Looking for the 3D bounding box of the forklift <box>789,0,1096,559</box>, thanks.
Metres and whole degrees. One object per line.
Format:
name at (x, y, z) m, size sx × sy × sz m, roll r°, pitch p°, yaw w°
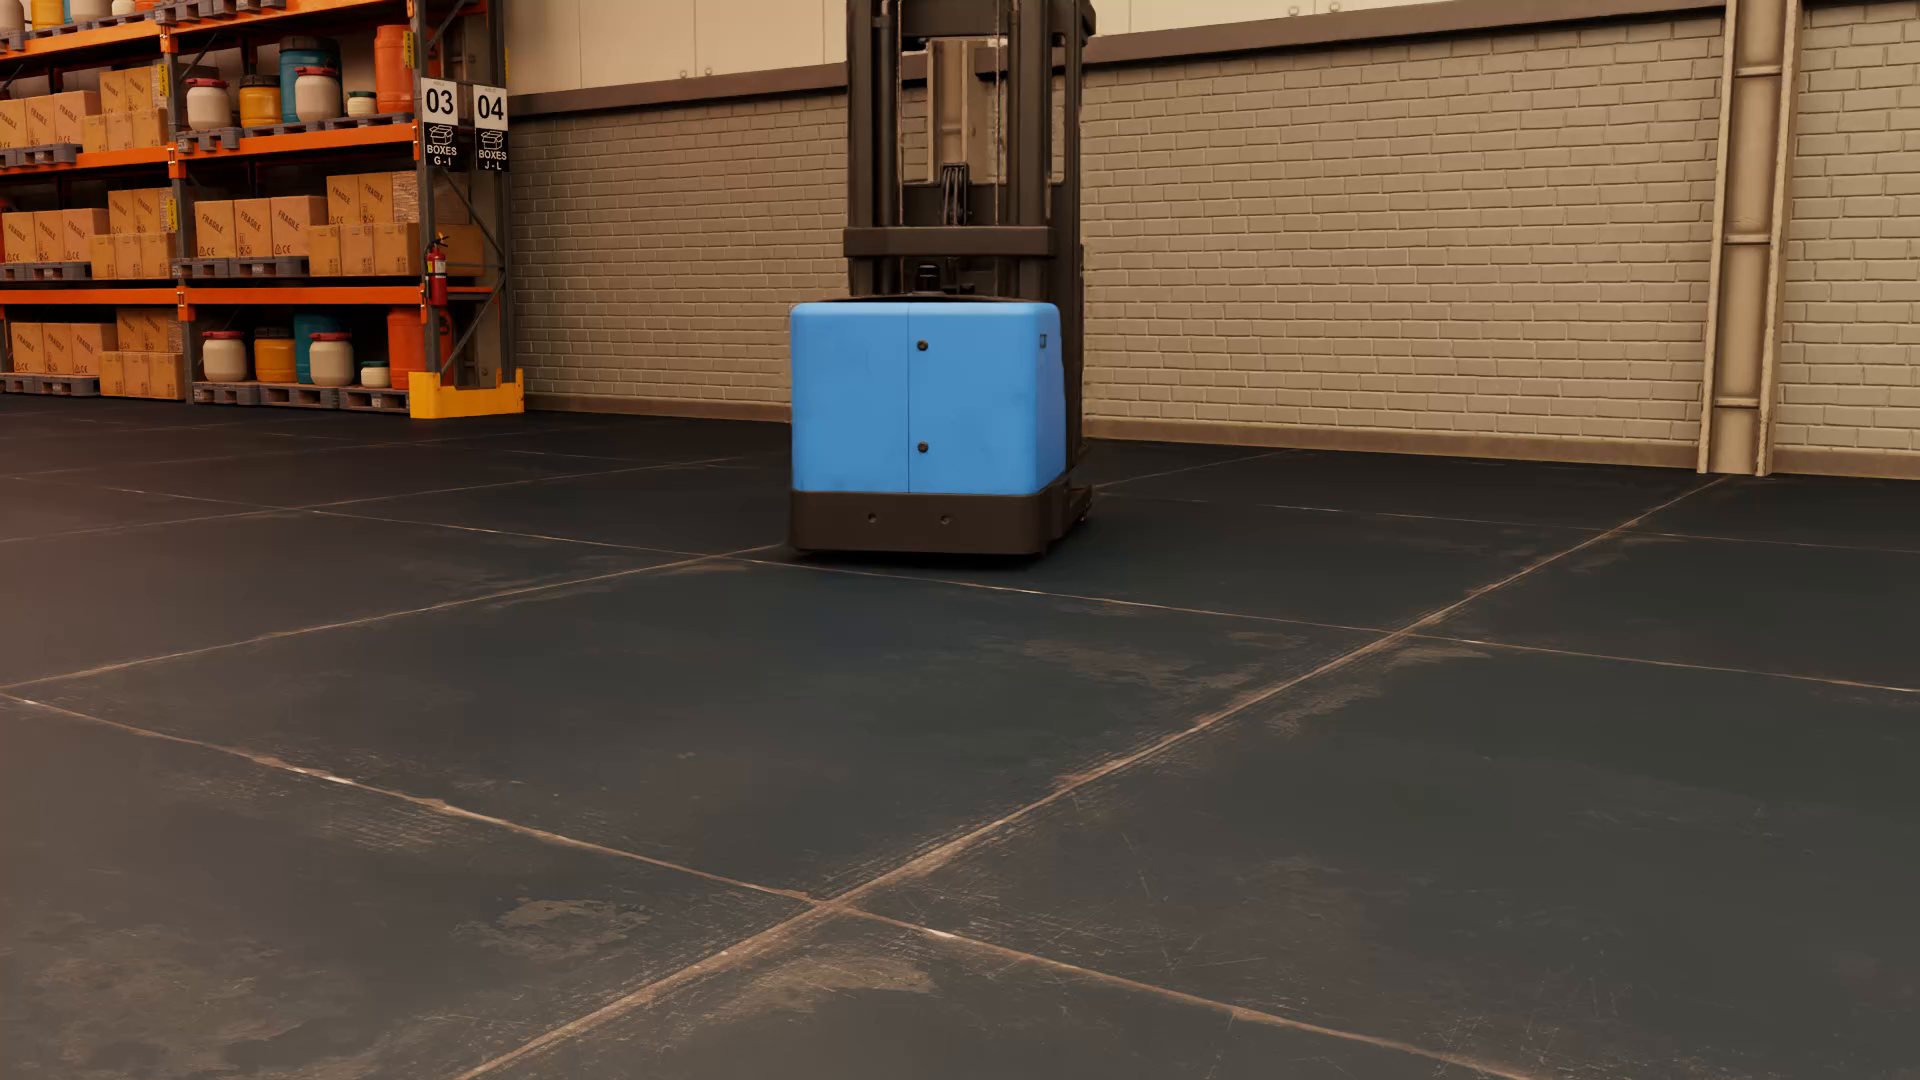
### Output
forklift at (0.060, -1.540, 8.022) m, size 1.130 × 2.935 × 3.031 m, roll 1°, pitch 8°, yaw 10°
